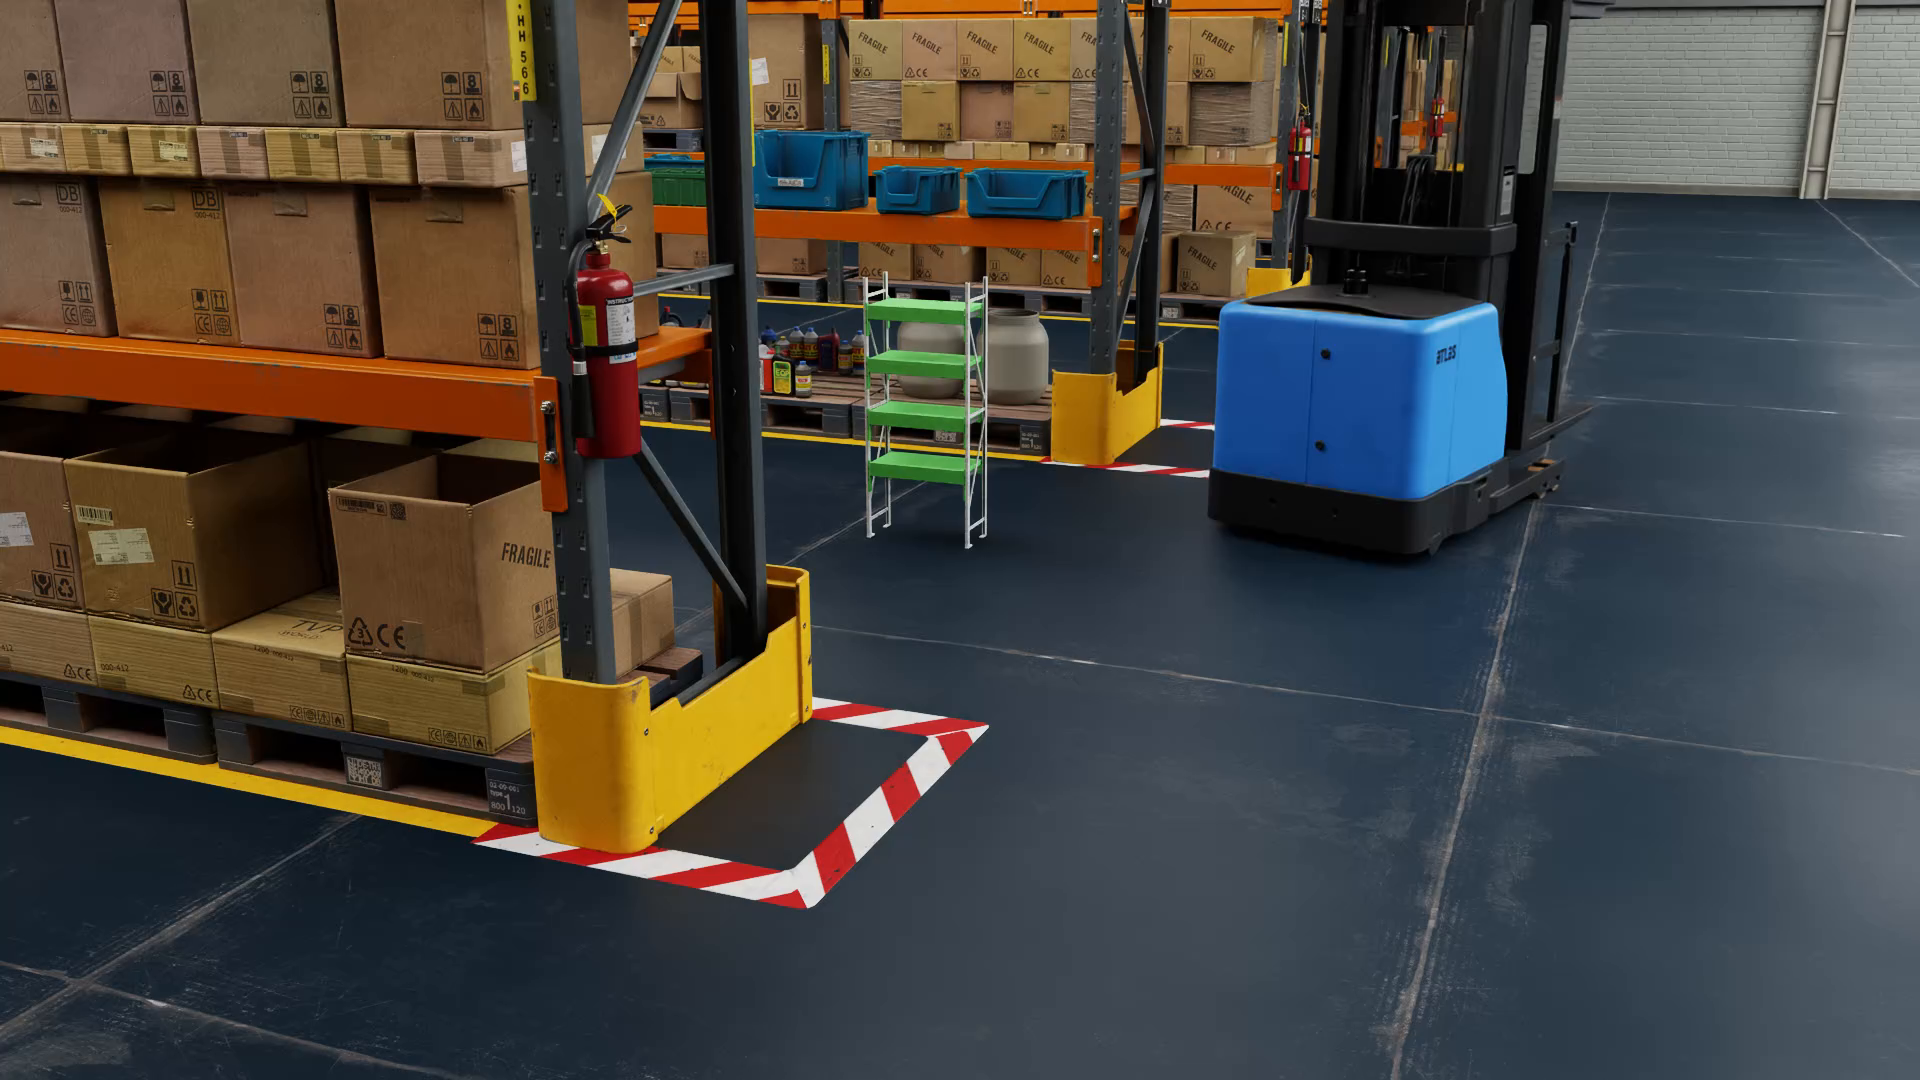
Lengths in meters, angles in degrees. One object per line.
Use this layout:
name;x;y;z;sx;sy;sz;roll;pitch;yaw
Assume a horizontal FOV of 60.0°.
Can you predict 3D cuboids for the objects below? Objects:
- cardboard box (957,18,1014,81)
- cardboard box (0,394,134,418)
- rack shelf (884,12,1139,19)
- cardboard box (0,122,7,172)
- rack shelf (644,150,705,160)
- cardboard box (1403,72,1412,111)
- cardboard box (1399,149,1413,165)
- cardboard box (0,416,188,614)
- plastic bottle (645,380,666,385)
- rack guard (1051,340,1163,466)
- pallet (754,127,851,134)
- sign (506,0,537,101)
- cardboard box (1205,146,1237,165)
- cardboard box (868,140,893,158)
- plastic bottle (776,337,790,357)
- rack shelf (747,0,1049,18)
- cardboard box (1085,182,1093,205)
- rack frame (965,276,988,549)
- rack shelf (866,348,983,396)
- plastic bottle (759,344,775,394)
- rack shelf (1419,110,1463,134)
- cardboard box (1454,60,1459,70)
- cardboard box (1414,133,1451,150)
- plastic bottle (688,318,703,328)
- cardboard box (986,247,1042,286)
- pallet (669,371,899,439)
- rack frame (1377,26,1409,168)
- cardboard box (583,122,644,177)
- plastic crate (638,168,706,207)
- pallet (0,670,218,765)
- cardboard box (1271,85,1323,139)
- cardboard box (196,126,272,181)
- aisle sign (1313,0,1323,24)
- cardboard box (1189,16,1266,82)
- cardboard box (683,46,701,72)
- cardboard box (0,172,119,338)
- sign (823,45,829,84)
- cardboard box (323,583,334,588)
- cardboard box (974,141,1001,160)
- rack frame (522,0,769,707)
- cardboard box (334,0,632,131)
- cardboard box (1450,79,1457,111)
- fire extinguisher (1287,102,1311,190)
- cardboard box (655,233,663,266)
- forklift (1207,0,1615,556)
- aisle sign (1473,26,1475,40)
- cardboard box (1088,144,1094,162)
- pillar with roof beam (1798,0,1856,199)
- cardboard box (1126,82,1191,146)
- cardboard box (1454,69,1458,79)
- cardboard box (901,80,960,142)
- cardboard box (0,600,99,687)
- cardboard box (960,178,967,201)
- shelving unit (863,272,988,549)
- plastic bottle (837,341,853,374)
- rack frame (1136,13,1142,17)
cardboard box;0.296;-4.163;14.126;0.500;0.500;0.500;6;17;21
cardboard box;-3.159;-0.283;6.102;0.500;0.500;0.500;6;17;21
rack shelf;0.816;-7.576;24.298;4.000;0.370;1.077;6;17;21
cardboard box;-2.977;-1.261;5.295;0.250;0.149;0.380;6;17;20
rack shelf;-2.820;-3.565;15.863;4.000;0.370;1.077;6;17;21
cardboard box;5.792;-6.042;22.392;0.500;0.500;0.500;6;17;20
cardboard box;7.185;-6.299;27.272;0.500;0.250;0.500;6;17;20
cardboard box;-2.885;-0.097;5.460;0.500;0.500;0.500;6;17;21
plastic bottle;-1.864;-1.091;10.134;0.133;0.283;0.061;7;18;23
rack guard;0.856;-0.807;9.557;0.348;0.500;1.175;6;17;21
pallet;-1.617;-3.730;15.484;1.213;0.211;1.003;6;17;21
sign;-1.089;-1.258;4.126;0.005;0.325;0.100;6;17;21
cardboard box;2.188;-3.177;13.689;0.250;0.149;0.380;6;17;21
cardboard box;-0.642;-3.456;14.649;0.250;0.149;0.380;6;17;21
plastic bottle;-1.132;-1.201;10.661;0.097;0.201;0.097;0;16;0
rack shelf;-0.906;-6.281;19.841;4.000;0.370;1.077;6;17;21
cardboard box;1.514;-4.081;19.407;0.875;0.875;0.875;7;17;21
rack frame;0.073;-0.568;7.479;0.015;1.200;0.240;6;17;21
rack shelf;-0.154;-0.762;7.516;0.480;0.148;0.258;6;17;21
plastic bottle;-1.150;-1.022;9.911;0.135;0.276;0.152;6;17;21
rack shelf;6.355;-7.014;27.743;4.000;0.370;1.077;6;17;21
cardboard box;7.981;-7.747;27.101;0.250;0.149;0.380;6;17;20
cardboard box;7.673;-6.482;27.007;0.500;0.250;0.500;7;18;22
plastic bottle;-1.727;-1.311;10.894;0.133;0.283;0.061;8;18;24
cardboard box;0.540;-2.556;14.828;0.500;0.500;0.500;5;17;16
pallet;-1.029;-0.878;10.320;1.213;0.211;1.003;6;17;21
rack frame;4.675;-4.573;18.044;0.127;3.000;1.000;6;17;21
cardboard box;-1.163;-1.183;5.027;0.250;0.149;0.380;6;17;20
plastic crate;-1.618;-2.107;9.933;0.662;0.188;0.450;6;17;21
pallet;-2.735;0.419;5.852;1.213;0.211;1.003;6;17;21
cardboard box;3.794;-4.721;18.288;0.550;0.550;0.875;6;17;21
cardboard box;-2.017;-1.156;4.932;0.250;0.149;0.380;7;17;21
aisle sign;2.929;-4.617;13.533;0.004;0.787;0.394;6;17;21
cardboard box;2.159;-3.960;13.427;0.500;0.500;0.500;6;17;21
cardboard box;-3.978;-7.458;26.011;0.500;0.500;0.500;6;17;20
cardboard box;-2.748;-0.984;5.505;0.500;0.500;0.700;7;18;22
sign;-1.160;-4.118;14.400;0.005;0.325;0.100;6;17;21
cardboard box;-2.225;0.177;5.862;0.500;0.250;0.500;6;17;21
cardboard box;0.302;-3.364;14.330;0.250;0.149;0.380;6;17;21
rack frame;-0.877;-0.728;4.800;0.127;3.000;1.000;6;17;21
cardboard box;-1.356;-1.455;4.800;0.500;0.500;0.700;6;17;21
cardboard box;7.856;-7.325;27.347;0.500;0.500;0.500;7;18;22
fire extinguisher;2.699;-3.128;13.208;0.183;0.674;0.296;6;17;21
cardboard box;-2.999;-2.953;16.159;0.500;0.500;0.700;8;18;25
forklift;2.457;-1.689;8.234;1.130;2.935;3.031;12;20;36
aisle sign;8.169;-8.320;26.290;0.004;0.787;0.394;6;17;21
cardboard box;1.252;-3.275;14.026;0.250;0.149;0.380;6;17;21
pillar with roof beam;11.900;-8.610;21.192;0.400;9.000;9.100;6;17;21
cardboard box;1.751;-3.571;13.881;0.500;0.500;0.875;6;17;21
cardboard box;7.995;-7.616;27.185;0.250;0.149;0.380;6;17;19
cardboard box;-0.111;-3.774;14.582;0.500;0.500;0.875;6;17;21
cardboard box;-2.884;0.262;5.568;0.500;0.250;0.500;6;17;21
cardboard box;0.344;-4.143;19.847;0.750;0.750;1.050;6;17;20
shelving unit;-0.154;-0.593;7.565;0.503;1.200;0.258;6;17;21
plastic bottle;-0.724;-1.156;10.507;0.097;0.201;0.097;0;16;0
rack frame;2.677;-6.276;23.912;0.127;3.000;1.000;6;17;21
